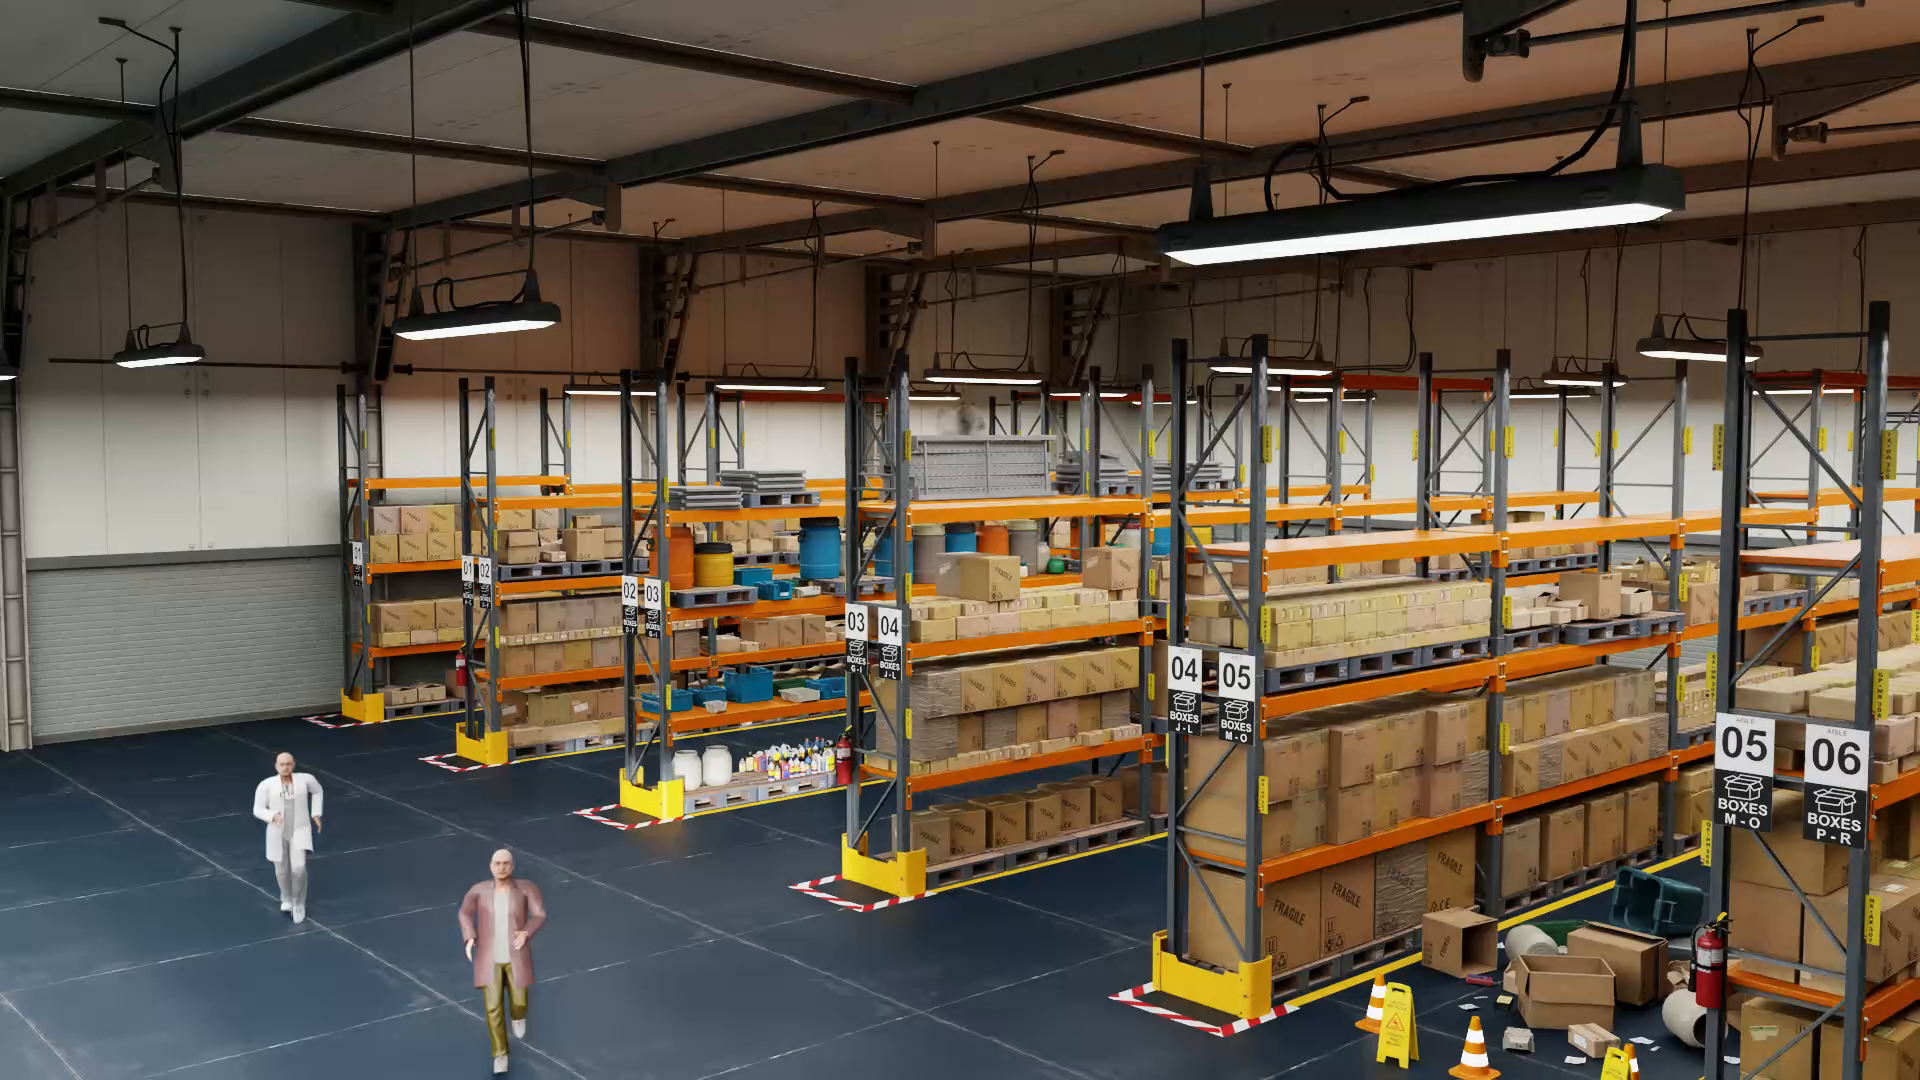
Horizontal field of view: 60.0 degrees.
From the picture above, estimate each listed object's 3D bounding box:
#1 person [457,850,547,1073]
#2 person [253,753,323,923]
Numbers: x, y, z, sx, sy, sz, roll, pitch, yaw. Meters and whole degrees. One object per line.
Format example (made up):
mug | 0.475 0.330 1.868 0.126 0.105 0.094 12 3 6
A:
person | -3.751 3.400 13.627 0.716 1.736 0.833 -1 4 -13
person | -7.074 3.134 17.525 0.668 1.807 0.878 -1 4 -19
